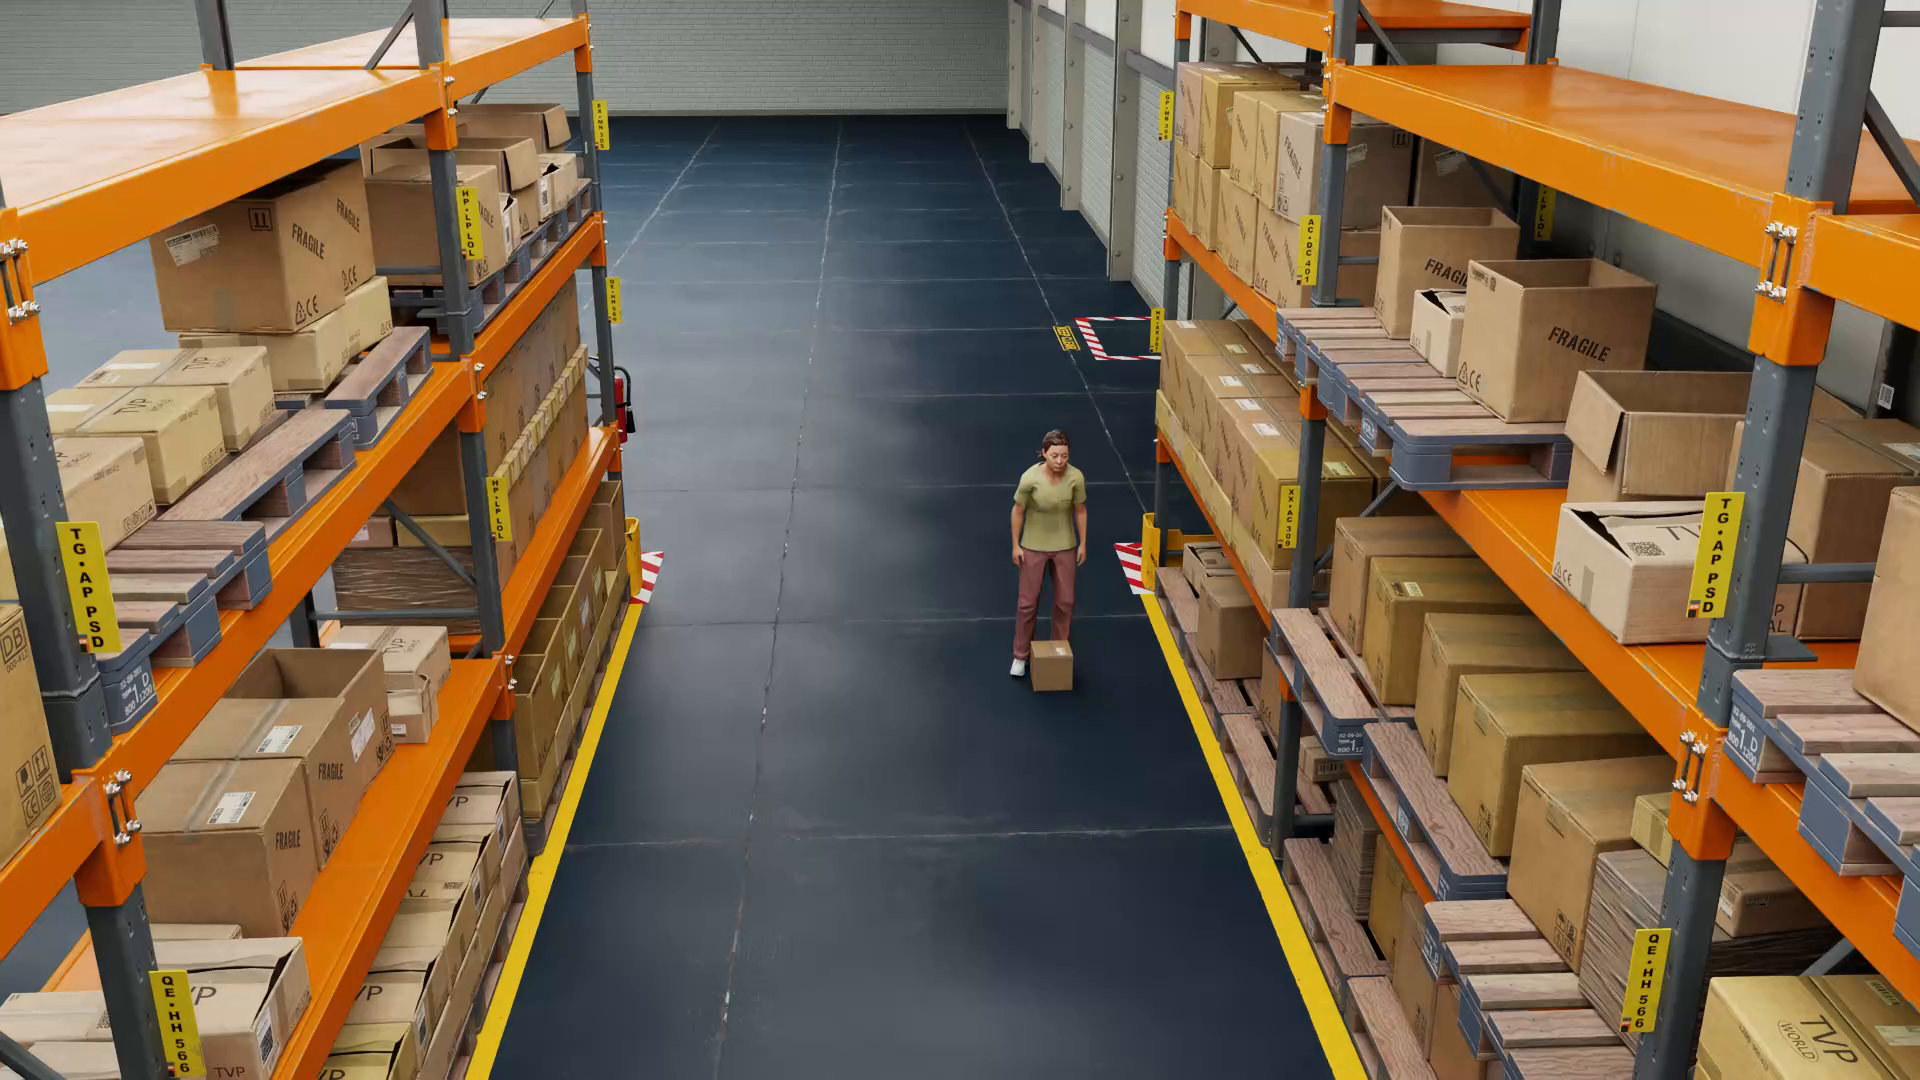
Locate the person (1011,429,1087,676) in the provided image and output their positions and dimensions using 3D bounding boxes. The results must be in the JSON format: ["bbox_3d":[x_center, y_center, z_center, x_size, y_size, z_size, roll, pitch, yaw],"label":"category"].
[{"bbox_3d":[0.583,0.072,10.888,0.520,1.671,0.366,-2,21,-6],"label":"person"}]
